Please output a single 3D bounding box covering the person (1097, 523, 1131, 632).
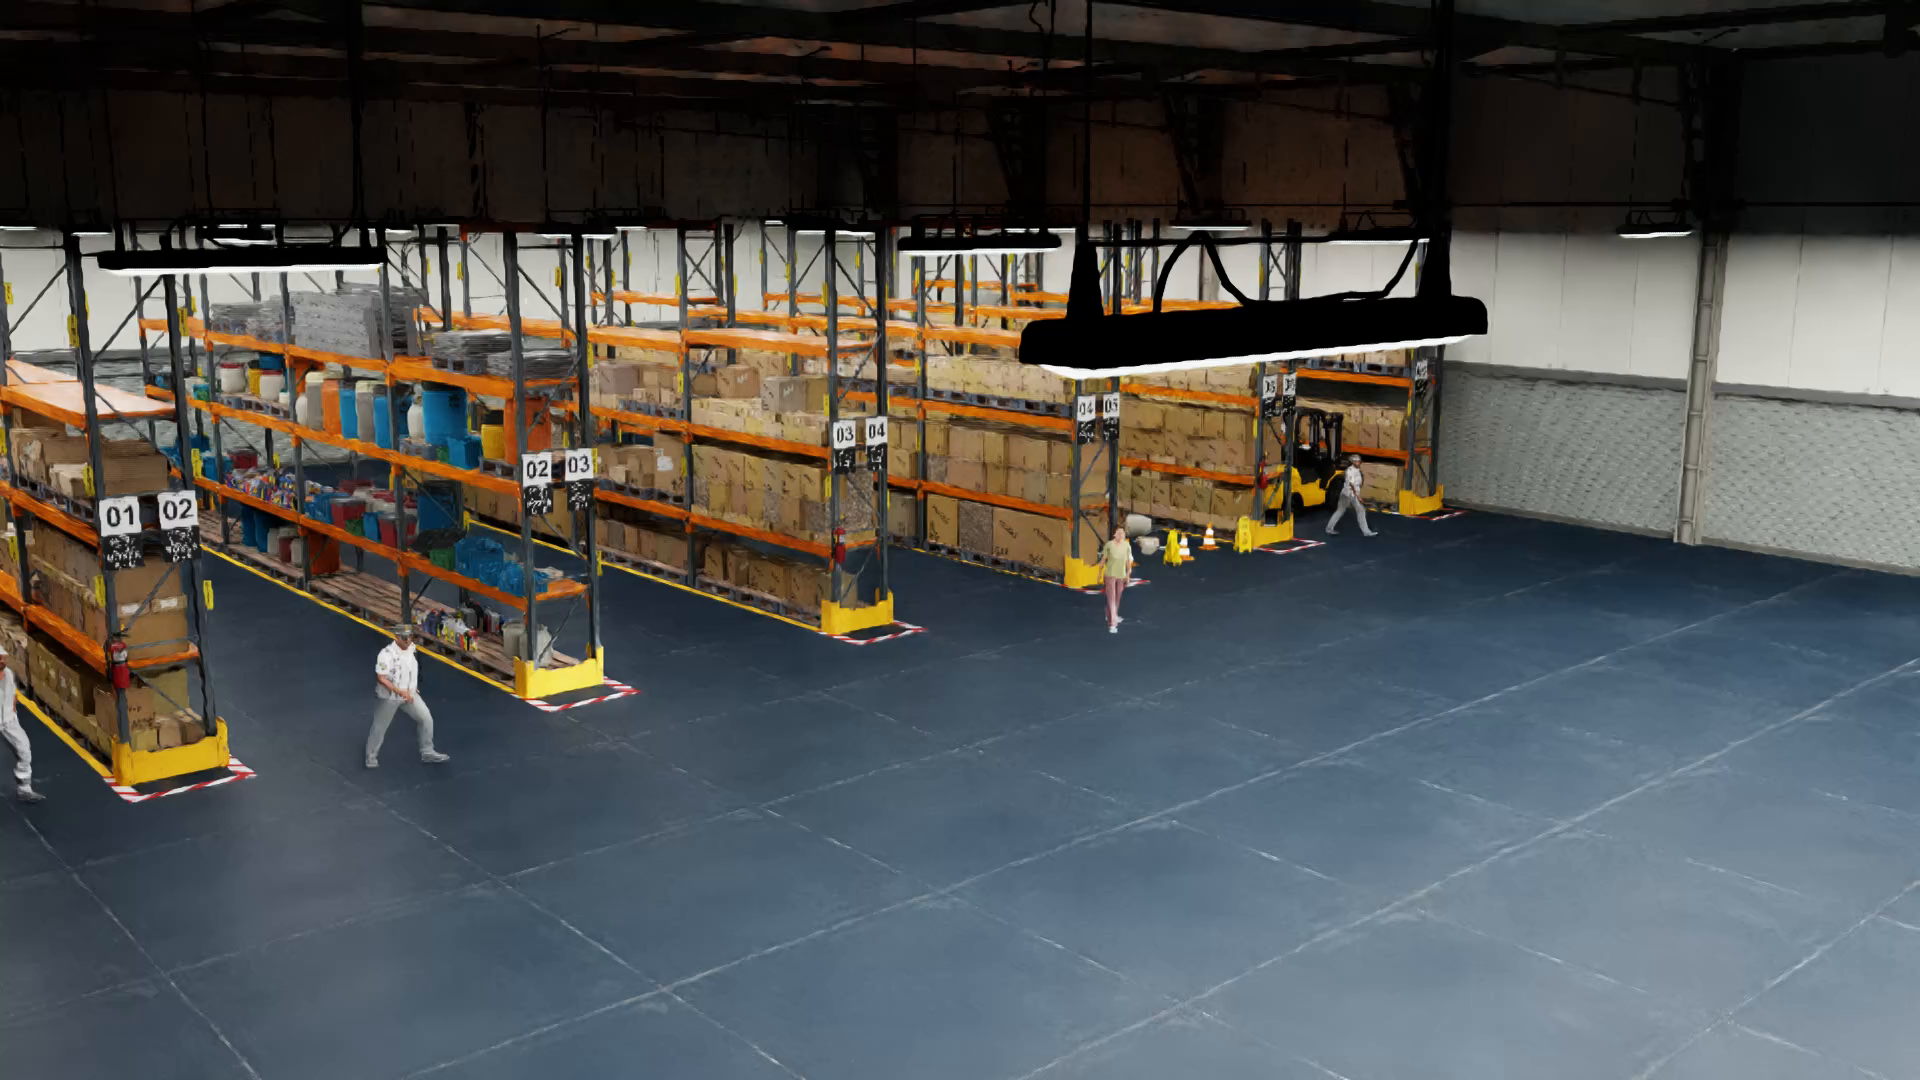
[{"bbox_3d":[2.361,0.539,25.097,0.486,1.620,0.949,-4,12,-17],"label":"person"}]

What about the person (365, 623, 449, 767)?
[{"bbox_3d":[-6.386,1.743,18.932,0.852,1.689,0.701,7,13,32],"label":"person"}]

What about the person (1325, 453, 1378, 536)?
[{"bbox_3d":[7.566,-0.888,32.081,0.997,1.623,0.448,9,15,39],"label":"person"}]

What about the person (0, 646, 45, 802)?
[{"bbox_3d":[-10.328,1.945,17.785,0.878,1.735,0.613,6,13,28],"label":"person"}]
